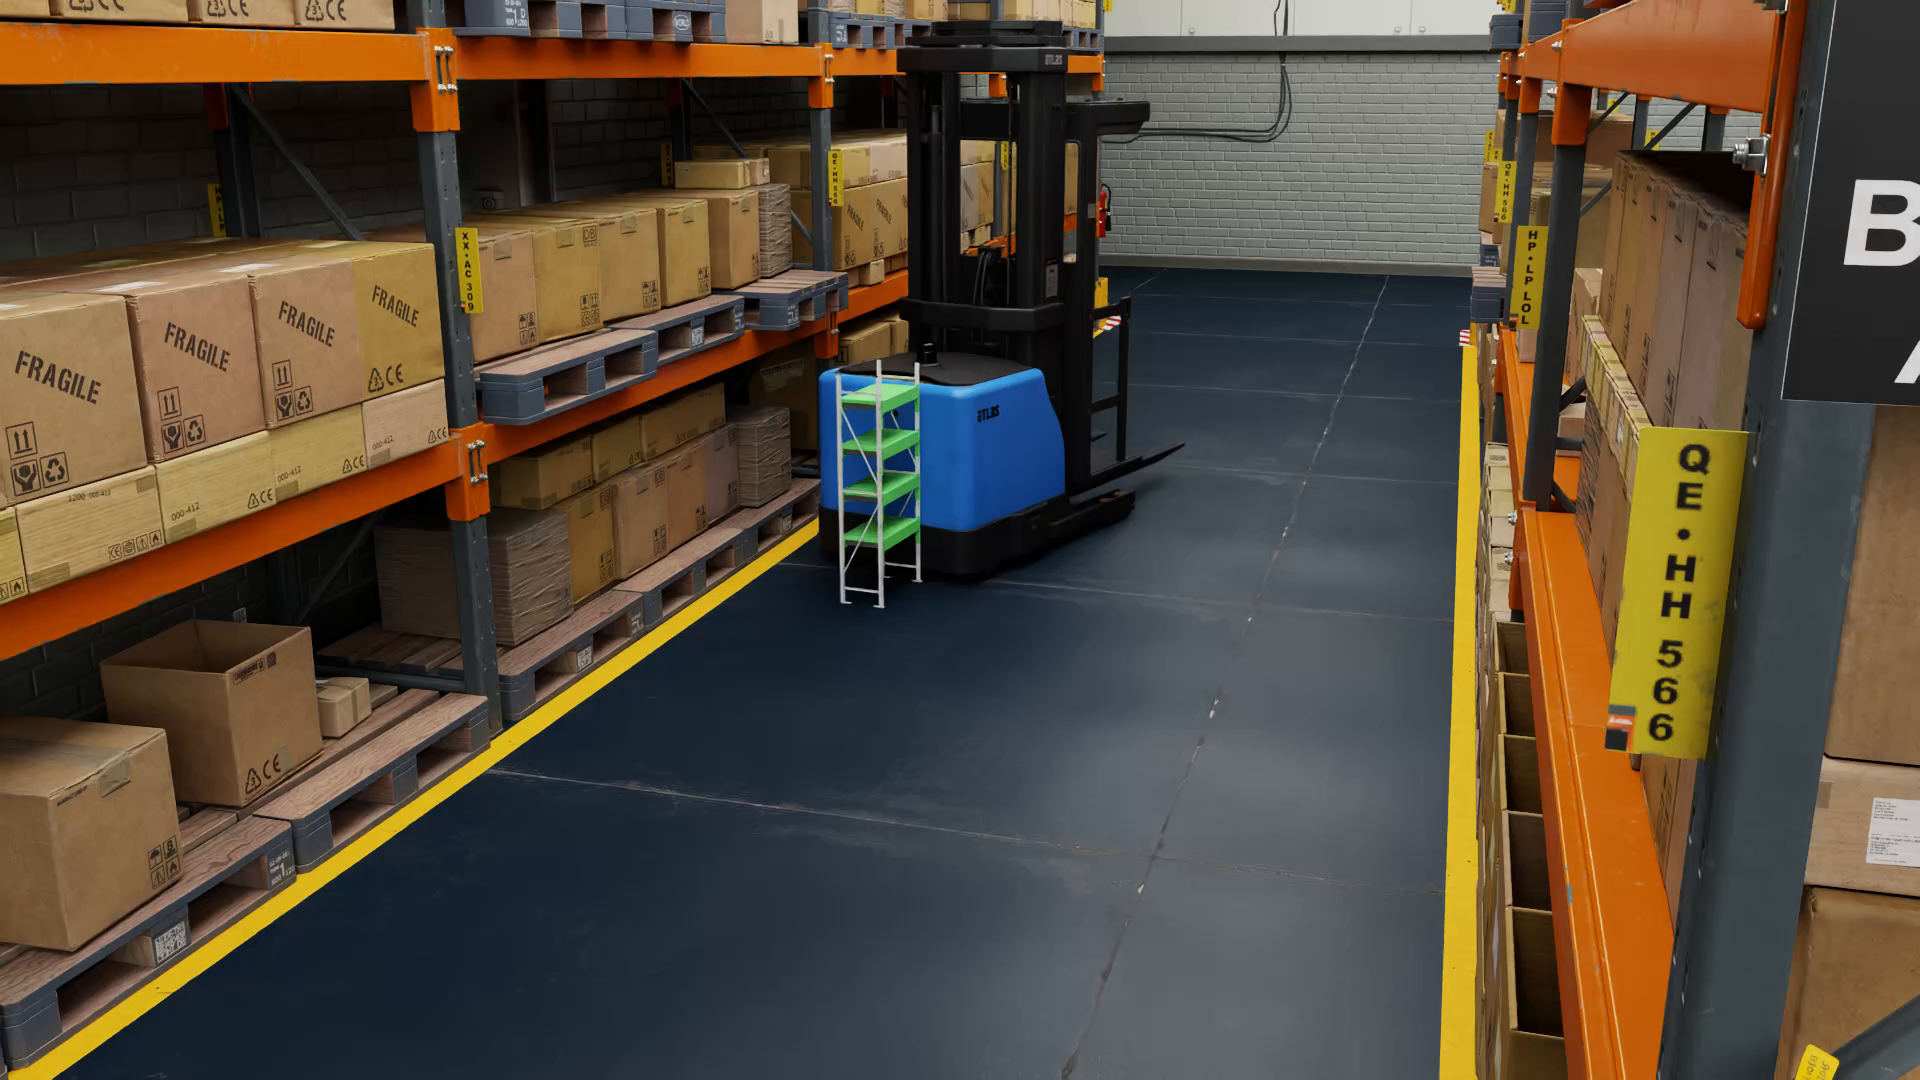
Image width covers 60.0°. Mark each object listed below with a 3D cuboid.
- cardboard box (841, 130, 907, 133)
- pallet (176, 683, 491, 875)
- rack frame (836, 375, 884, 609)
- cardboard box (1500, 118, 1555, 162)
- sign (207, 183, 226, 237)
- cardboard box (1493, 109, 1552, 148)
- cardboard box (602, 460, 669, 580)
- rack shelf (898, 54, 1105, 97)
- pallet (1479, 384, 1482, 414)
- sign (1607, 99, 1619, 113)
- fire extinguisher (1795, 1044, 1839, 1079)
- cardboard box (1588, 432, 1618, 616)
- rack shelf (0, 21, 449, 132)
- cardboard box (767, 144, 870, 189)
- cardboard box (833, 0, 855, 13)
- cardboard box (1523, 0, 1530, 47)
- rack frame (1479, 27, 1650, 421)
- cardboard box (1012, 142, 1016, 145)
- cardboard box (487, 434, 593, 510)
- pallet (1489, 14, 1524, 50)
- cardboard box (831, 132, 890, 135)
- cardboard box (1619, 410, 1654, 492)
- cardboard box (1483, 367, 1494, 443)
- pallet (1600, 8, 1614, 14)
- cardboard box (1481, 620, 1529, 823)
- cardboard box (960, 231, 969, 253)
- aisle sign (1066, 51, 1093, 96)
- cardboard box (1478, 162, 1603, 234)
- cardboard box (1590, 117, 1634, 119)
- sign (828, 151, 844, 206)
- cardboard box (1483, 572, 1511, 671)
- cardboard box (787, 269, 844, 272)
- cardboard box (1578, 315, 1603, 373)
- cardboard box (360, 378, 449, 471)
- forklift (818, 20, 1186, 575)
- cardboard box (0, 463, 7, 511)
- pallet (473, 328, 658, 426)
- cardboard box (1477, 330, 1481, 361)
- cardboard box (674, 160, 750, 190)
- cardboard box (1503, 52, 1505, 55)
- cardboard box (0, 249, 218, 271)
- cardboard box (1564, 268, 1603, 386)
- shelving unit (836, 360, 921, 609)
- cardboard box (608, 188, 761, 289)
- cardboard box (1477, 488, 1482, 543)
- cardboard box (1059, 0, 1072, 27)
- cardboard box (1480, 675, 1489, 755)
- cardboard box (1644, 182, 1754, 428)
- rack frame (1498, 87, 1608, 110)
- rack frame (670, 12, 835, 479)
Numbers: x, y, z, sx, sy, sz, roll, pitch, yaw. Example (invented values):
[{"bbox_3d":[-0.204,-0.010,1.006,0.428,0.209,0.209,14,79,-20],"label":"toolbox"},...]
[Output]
[{"bbox_3d":[-0.663,-3.076,13.038,0.500,0.250,0.500,5,17,17],"label":"cardboard box"},{"bbox_3d":[-2.570,0.861,6.407,1.003,0.211,1.213,5,16,16],"label":"pallet"},{"bbox_3d":[-0.509,-0.238,8.468,0.240,1.200,0.015,6,17,21],"label":"rack frame"},{"bbox_3d":[4.506,-3.050,13.070,0.500,0.500,0.500,5,17,16],"label":"cardboard box"},{"bbox_3d":[-2.946,-1.258,6.646,0.100,0.325,0.005,5,16,16],"label":"sign"},{"bbox_3d":[5.368,-3.849,15.886,0.500,0.500,0.500,5,17,18],"label":"cardboard box"},{"bbox_3d":[-1.938,-0.131,8.570,0.700,0.500,0.500,5,17,17],"label":"cardboard box"},{"bbox_3d":[0.429,-4.372,15.568,1.077,0.370,4.000,5,16,16],"label":"rack shelf"},{"bbox_3d":[4.807,-1.207,13.697,1.003,0.211,1.213,5,16,16],"label":"pallet"},{"bbox_3d":[6.274,-4.076,16.002,0.100,0.325,0.005,5,16,16],"label":"sign"},{"bbox_3d":[0.721,0.803,1.643,0.296,0.674,0.183,5,16,16],"label":"fire extinguisher"},{"bbox_3d":[2.073,-0.069,4.391,0.700,0.500,0.500,4,16,15],"label":"cardboard box"},{"bbox_3d":[-2.982,-1.233,4.499,1.077,0.370,4.000,5,16,16],"label":"rack shelf"},{"bbox_3d":[-0.892,-2.373,10.560,0.500,0.250,0.500,5,17,17],"label":"cardboard box"},{"bbox_3d":[-1.094,-3.682,10.828,0.700,0.500,0.500,4,16,13],"label":"cardboard box"},{"bbox_3d":[3.711,-3.064,9.453,0.910,0.500,0.500,5,16,16],"label":"cardboard box"},{"bbox_3d":[4.611,-2.369,12.683,1.000,3.000,0.127,5,16,16],"label":"rack frame"},{"bbox_3d":[0.440,-3.418,15.835,0.980,0.700,0.700,4,16,13],"label":"cardboard box"},{"bbox_3d":[-2.098,-0.338,7.924,0.500,0.250,0.500,4,16,15],"label":"cardboard box"},{"bbox_3d":[4.066,-3.285,10.760,1.213,0.211,1.003,5,16,16],"label":"pallet"},{"bbox_3d":[-0.800,-2.944,12.574,0.500,0.250,0.500,4,16,14],"label":"cardboard box"},{"bbox_3d":[1.638,-0.175,3.577,0.380,0.149,0.250,4,16,15],"label":"cardboard box"},{"bbox_3d":[3.805,-0.867,11.165,0.500,0.500,0.500,4,16,14],"label":"cardboard box"},{"bbox_3d":[2.575,-1.858,5.738,0.805,0.209,1.217,4,16,14],"label":"pallet"},{"bbox_3d":[1.905,0.581,5.178,0.500,0.500,0.500,5,16,16],"label":"cardboard box"},{"bbox_3d":[-0.149,-2.324,12.951,0.380,0.149,0.250,5,16,16],"label":"cardboard box"},{"bbox_3d":[1.305,-5.045,17.353,0.394,0.787,0.004,5,16,16],"label":"aisle sign"},{"bbox_3d":[4.262,-2.512,12.237,0.700,0.500,0.500,-1,16,-3],"label":"cardboard box"},{"bbox_3d":[5.160,-3.134,13.367,0.500,0.500,0.500,4,16,14],"label":"cardboard box"},{"bbox_3d":[-0.754,-2.185,10.058,0.100,0.325,0.005,5,16,16],"label":"sign"},{"bbox_3d":[2.319,0.311,6.479,0.500,0.311,0.500,5,17,17],"label":"cardboard box"},{"bbox_3d":[-0.961,-1.662,10.617,0.380,0.149,0.250,4,16,15],"label":"cardboard box"},{"bbox_3d":[2.075,-0.581,5.007,0.380,0.149,0.250,5,16,16],"label":"cardboard box"},{"bbox_3d":[-2.257,-0.449,6.153,0.500,0.250,0.500,5,16,16],"label":"cardboard box"},{"bbox_3d":[0.432,-1.568,9.987,1.130,2.935,3.031,10,19,32],"label":"forklift"},{"bbox_3d":[-2.823,-0.275,4.167,0.500,0.500,0.500,4,16,14],"label":"cardboard box"},{"bbox_3d":[-2.057,-0.755,7.347,1.003,0.211,1.213,5,16,16],"label":"pallet"},{"bbox_3d":[4.714,-1.654,14.285,0.500,0.311,0.500,5,16,16],"label":"cardboard box"},{"bbox_3d":[-1.423,-2.099,9.555,0.380,0.149,0.250,2,16,7],"label":"cardboard box"},{"bbox_3d":[5.063,-4.411,14.660,0.500,0.250,0.500,5,16,16],"label":"cardboard box"},{"bbox_3d":[-2.898,-0.715,5.718,0.500,0.500,0.500,5,16,16],"label":"cardboard box"},{"bbox_3d":[3.013,-0.930,7.428,0.500,0.500,0.500,4,16,13],"label":"cardboard box"},{"bbox_3d":[-0.418,-0.299,8.686,0.258,1.200,0.503,6,17,21],"label":"shelving unit"},{"bbox_3d":[-1.533,-1.693,9.312,0.700,0.500,0.500,3,16,11],"label":"cardboard box"},{"bbox_3d":[3.043,-0.087,8.909,0.500,0.250,0.500,5,16,16],"label":"cardboard box"},{"bbox_3d":[0.753,-4.934,15.554,0.500,0.250,0.500,4,16,14],"label":"cardboard box"},{"bbox_3d":[2.177,0.714,6.084,0.500,0.250,0.500,4,16,15],"label":"cardboard box"},{"bbox_3d":[1.789,-0.437,3.314,0.700,0.500,0.500,5,16,16],"label":"cardboard box"},{"bbox_3d":[5.747,-3.415,16.373,1.000,3.000,0.127,5,16,16],"label":"rack frame"},{"bbox_3d":[-1.277,-1.705,10.345,1.000,3.000,0.127,5,16,16],"label":"rack frame"}]
